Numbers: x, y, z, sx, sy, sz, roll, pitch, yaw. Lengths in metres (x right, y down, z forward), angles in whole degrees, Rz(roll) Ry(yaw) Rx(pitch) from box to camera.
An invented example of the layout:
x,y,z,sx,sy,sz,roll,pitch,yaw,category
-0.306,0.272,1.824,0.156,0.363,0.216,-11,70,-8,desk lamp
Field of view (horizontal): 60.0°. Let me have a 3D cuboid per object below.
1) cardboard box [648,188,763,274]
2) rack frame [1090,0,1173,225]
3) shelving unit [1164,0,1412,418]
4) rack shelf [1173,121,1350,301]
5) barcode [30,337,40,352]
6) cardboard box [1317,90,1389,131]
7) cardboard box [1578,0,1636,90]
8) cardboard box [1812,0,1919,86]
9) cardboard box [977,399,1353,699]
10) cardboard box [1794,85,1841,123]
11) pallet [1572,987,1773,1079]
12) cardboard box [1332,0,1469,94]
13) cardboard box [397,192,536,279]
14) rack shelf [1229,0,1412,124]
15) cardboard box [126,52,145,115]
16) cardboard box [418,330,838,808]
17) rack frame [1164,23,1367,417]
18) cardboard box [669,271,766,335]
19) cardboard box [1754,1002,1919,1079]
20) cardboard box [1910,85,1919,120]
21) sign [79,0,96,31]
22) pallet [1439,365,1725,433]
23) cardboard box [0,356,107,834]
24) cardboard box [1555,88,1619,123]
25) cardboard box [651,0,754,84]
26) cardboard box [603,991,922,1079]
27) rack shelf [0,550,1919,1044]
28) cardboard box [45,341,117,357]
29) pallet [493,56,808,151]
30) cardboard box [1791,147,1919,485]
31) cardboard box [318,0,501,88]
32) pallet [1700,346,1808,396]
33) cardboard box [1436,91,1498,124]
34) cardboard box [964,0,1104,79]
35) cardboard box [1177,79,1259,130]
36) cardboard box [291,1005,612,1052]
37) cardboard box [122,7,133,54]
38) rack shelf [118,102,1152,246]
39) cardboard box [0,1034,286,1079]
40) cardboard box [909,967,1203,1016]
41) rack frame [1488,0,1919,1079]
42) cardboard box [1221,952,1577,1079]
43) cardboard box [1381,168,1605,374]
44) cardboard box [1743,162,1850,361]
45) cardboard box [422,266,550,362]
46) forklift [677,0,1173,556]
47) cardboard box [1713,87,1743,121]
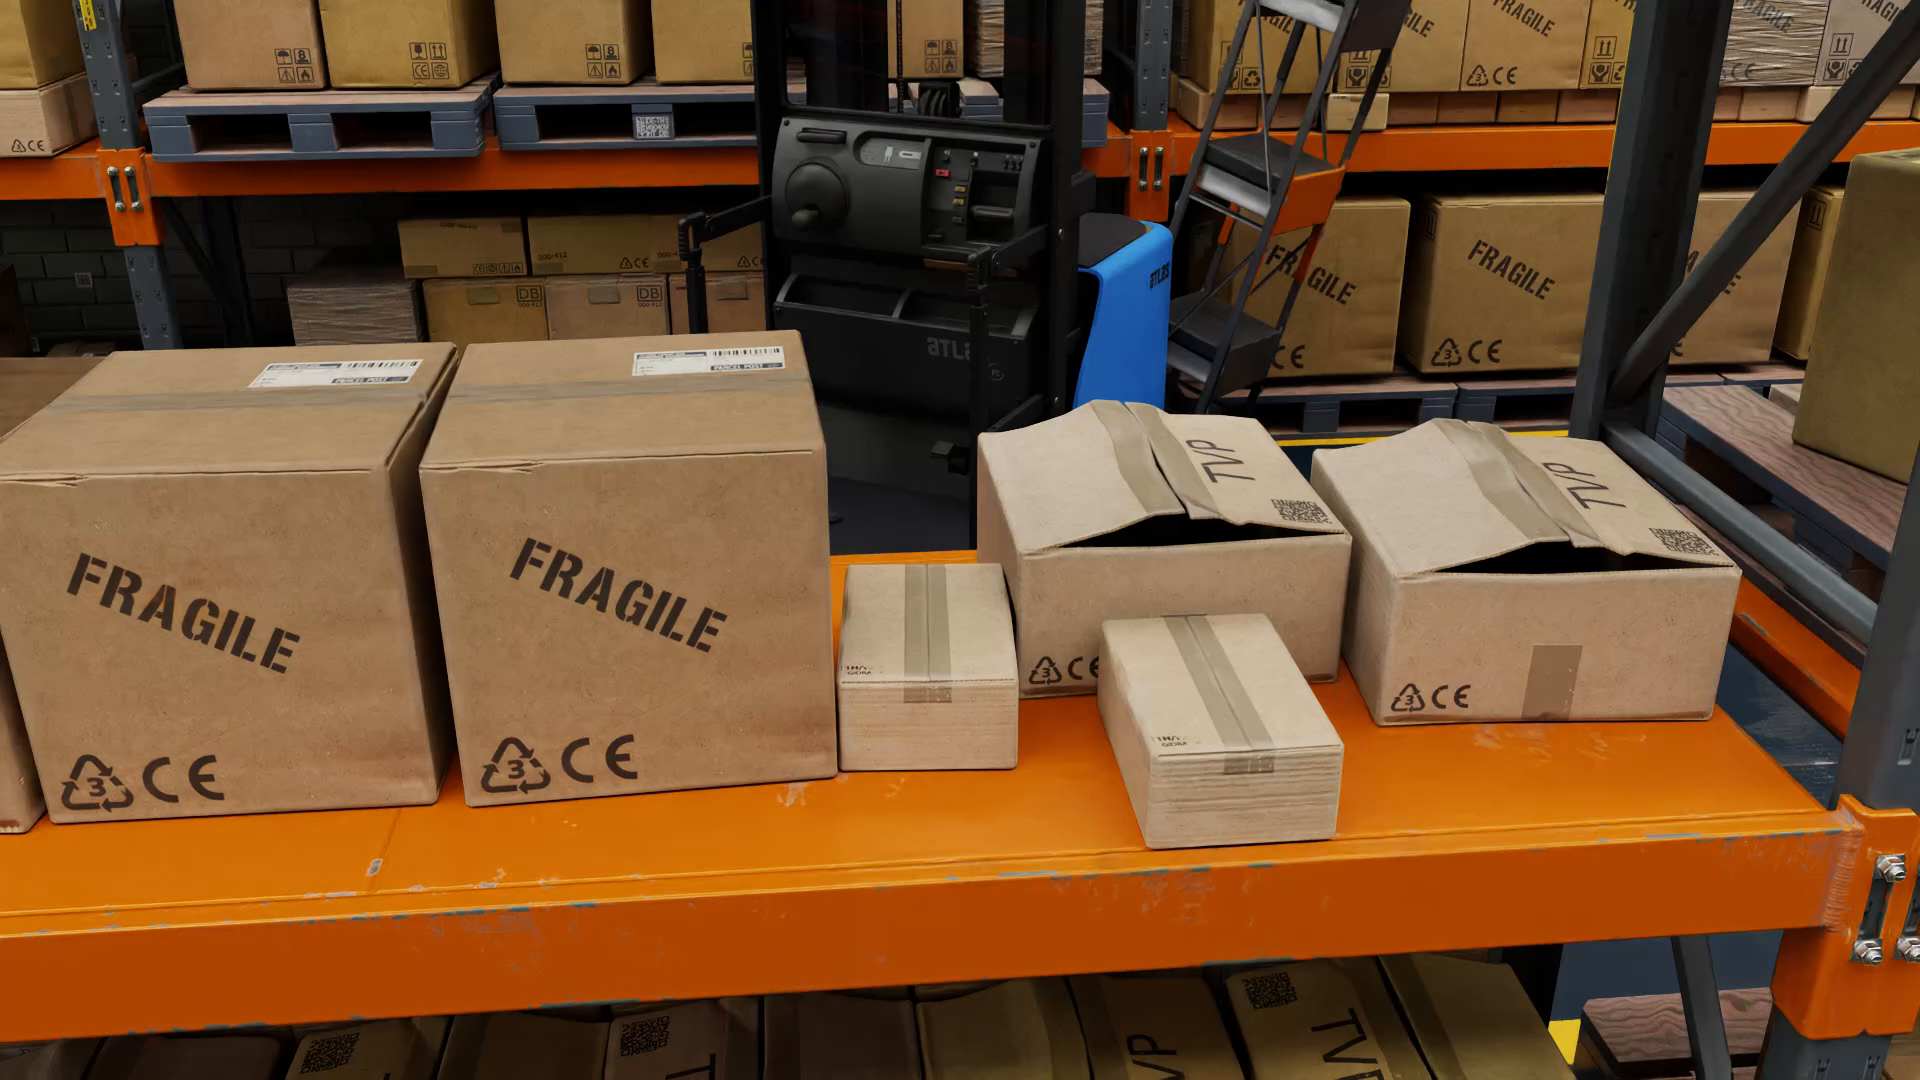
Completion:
x,y,z,sx,sy,sz,roll,pitch,yaw,category
-1.072,-1.342,7.190,0.500,0.250,0.500,-2,24,-5,cardboard box
0.724,-2.011,7.081,0.127,3.000,1.000,-2,24,-5,rack frame
1.148,-1.299,6.463,0.431,2.100,0.503,32,32,26,shelving unit
1.145,-1.288,6.470,0.431,0.518,0.480,32,32,26,rack shelf
-4.132,-0.869,7.393,0.075,0.075,0.001,-2,24,-5,barcode
1.599,-1.808,6.908,0.250,0.149,0.380,-2,24,-4,cardboard box
2.766,-2.178,6.943,0.500,0.500,0.500,-2,24,-4,cardboard box
3.763,-2.217,7.030,0.500,0.500,0.500,-2,24,-5,cardboard box
0.305,-0.011,2.690,0.500,0.311,0.500,-3,24,-6,cardboard box
3.628,-1.891,7.096,0.250,0.149,0.380,-2,24,-5,cardboard box
1.961,1.251,3.175,1.213,0.211,1.003,-2,24,-5,pallet
1.755,-2.135,6.845,0.500,0.500,0.500,-2,24,-3,cardboard box
-2.088,-1.308,7.111,0.500,0.250,0.500,-3,24,-6,cardboard box
1.323,-1.874,6.132,0.431,0.518,0.480,32,32,26,rack shelf
-3.746,-1.860,6.901,0.500,0.250,0.500,-2,24,-5,cardboard box
-0.454,0.019,2.391,0.500,0.500,0.500,-4,24,-8,cardboard box
1.294,-1.362,6.649,0.400,2.100,0.015,32,32,26,rack frame
-1.003,-1.015,7.376,0.500,0.500,0.700,-2,24,-5,cardboard box
1.696,1.030,2.776,0.500,0.500,0.500,-1,24,-3,cardboard box
4.147,-1.917,7.155,0.250,0.149,0.380,-2,24,-4,cardboard box
-3.196,-2.028,6.053,0.005,0.325,0.100,-2,24,-5,sign
2.727,-0.785,7.756,1.213,0.211,1.003,-2,24,-5,pallet
-1.476,0.060,2.298,0.500,0.500,0.500,-1,24,-1,cardboard box
2.600,-1.890,7.094,0.250,0.149,0.380,-2,24,-5,cardboard box
-0.981,-2.176,6.788,0.500,0.500,0.700,-2,24,-5,cardboard box
-0.302,0.963,2.569,0.500,0.311,0.500,-2,24,-5,cardboard box
-0.776,0.400,2.543,4.000,0.370,1.077,-2,24,-5,rack shelf
-3.786,-0.724,7.132,0.250,0.166,0.380,-5,25,-12,cardboard box
-1.242,-1.828,6.905,1.213,0.211,1.003,-2,24,-5,pallet
1.830,-0.317,2.630,0.500,0.500,0.700,-11,26,-23,cardboard box
-2.190,-2.124,6.670,0.500,0.500,0.700,0,24,0,cardboard box
3.944,-0.835,7.869,1.213,0.211,1.003,-2,24,-5,pallet
2.094,-1.881,7.074,0.250,0.149,0.380,-2,24,-4,cardboard box
0.257,-2.235,6.920,0.500,0.500,0.700,-5,24,-11,cardboard box
1.074,-1.825,6.947,0.250,0.149,0.380,-3,24,-6,cardboard box
-0.877,0.766,3.010,0.500,0.311,0.500,-3,24,-6,cardboard box
-3.745,-2.200,6.743,0.500,0.500,0.500,-3,24,-6,cardboard box
-1.266,-1.602,7.047,4.000,0.370,1.077,-2,24,-5,rack shelf
-1.317,1.005,2.475,0.500,0.311,0.500,-3,24,-7,cardboard box
0.142,0.726,3.101,0.500,0.311,0.500,-3,24,-6,cardboard box
1.214,-0.009,2.576,0.127,3.000,1.000,-2,24,-5,rack frame
0.717,0.920,2.665,0.500,0.311,0.500,-2,24,-4,cardboard box
2.341,-1.229,7.452,0.750,0.750,0.750,-2,24,-5,cardboard box
4.070,-1.302,7.615,0.750,0.750,0.750,-2,24,-5,cardboard box
-2.017,-0.987,7.313,0.500,0.500,0.700,-3,24,-6,cardboard box
-0.274,-1.110,5.138,1.130,2.935,3.031,11,26,23,forklift
3.127,-1.904,7.125,0.250,0.149,0.380,-3,24,-7,cardboard box
